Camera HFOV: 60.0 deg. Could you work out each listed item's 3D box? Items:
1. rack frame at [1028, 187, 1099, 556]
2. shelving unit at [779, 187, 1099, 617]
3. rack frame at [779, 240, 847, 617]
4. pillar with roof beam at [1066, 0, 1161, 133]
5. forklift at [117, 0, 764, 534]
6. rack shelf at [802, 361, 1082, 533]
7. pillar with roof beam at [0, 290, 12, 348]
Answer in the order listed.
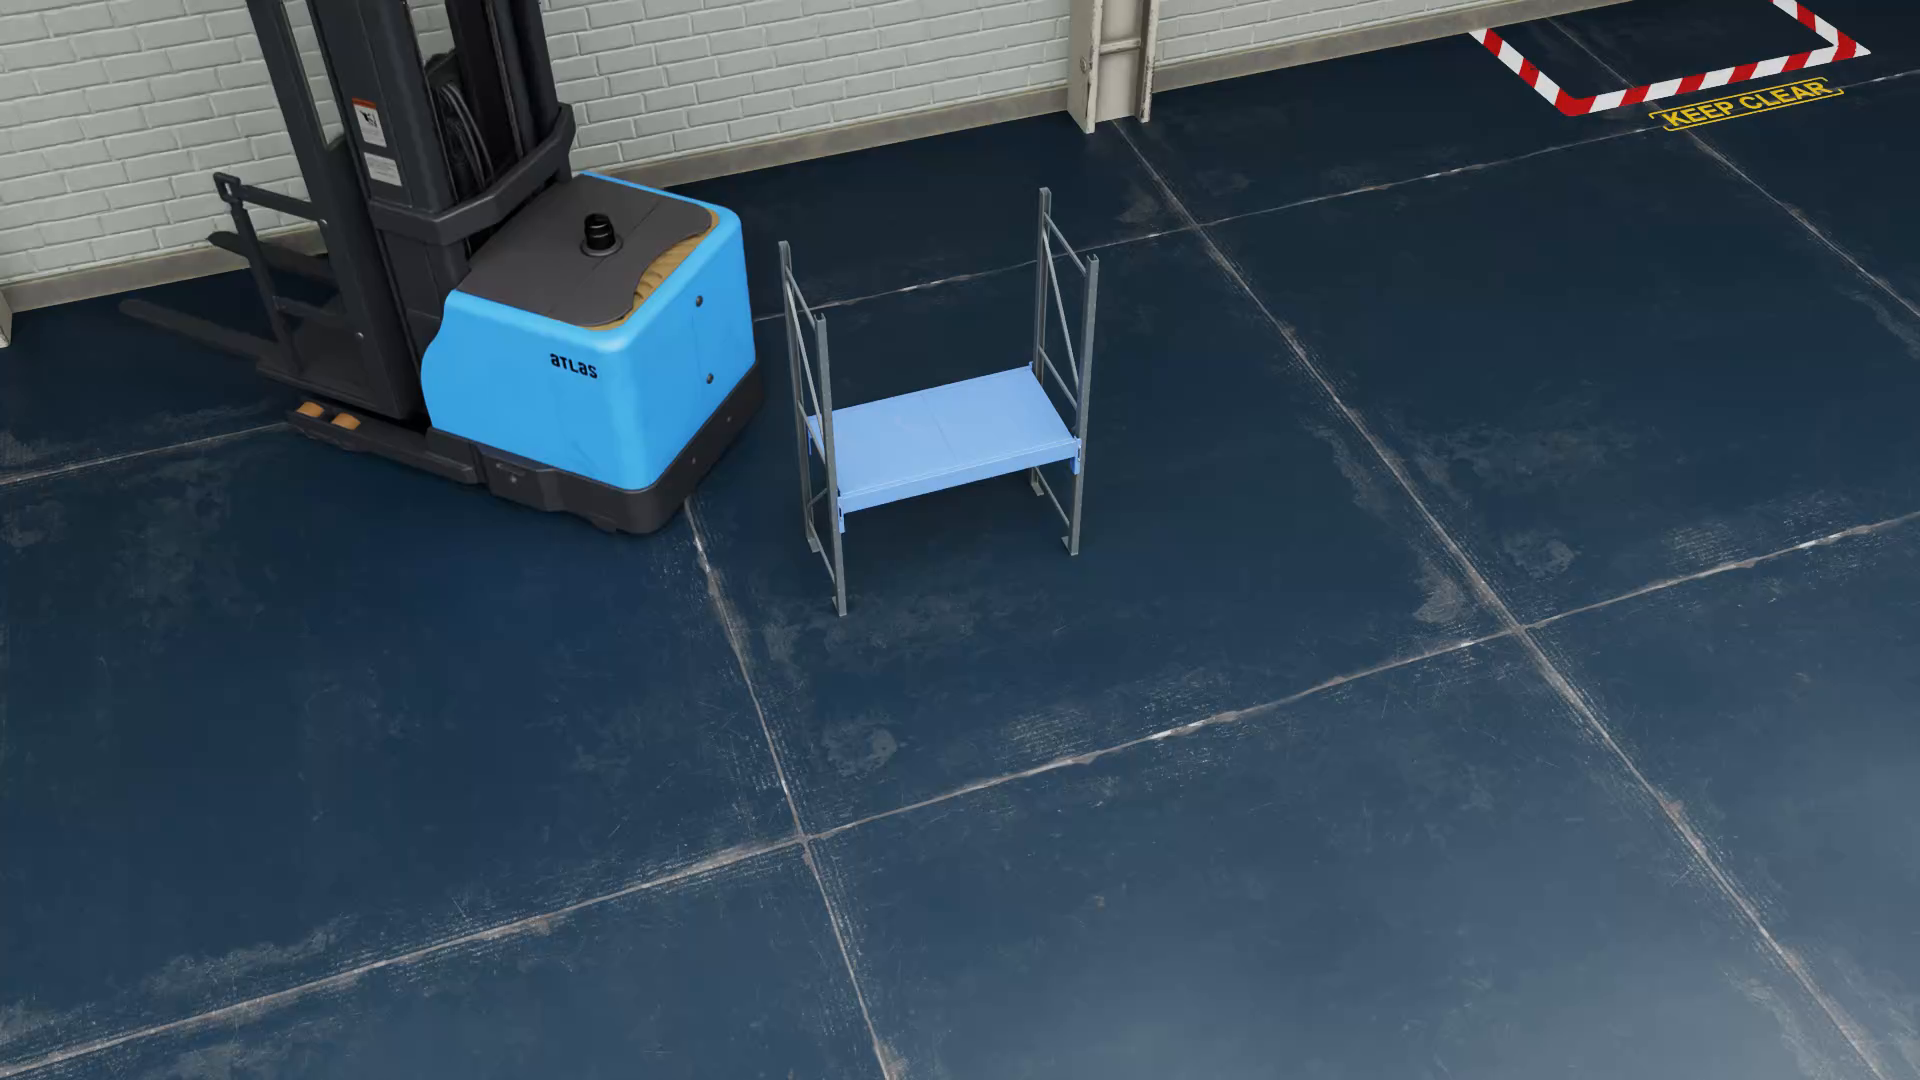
[{"bbox_3d":[0.398,-0.631,6.629,0.032,1.500,0.500,-14,47,-14],"label":"rack frame"},{"bbox_3d":[-0.080,-0.509,6.508,1.048,1.500,0.538,-14,47,-14],"label":"shelving unit"},{"bbox_3d":[-0.558,-0.387,6.386,0.032,1.500,0.500,-14,47,-14],"label":"rack frame"},{"bbox_3d":[2.301,-2.740,3.437,0.400,9.000,9.100,-14,47,-14],"label":"pillar with roof beam"},{"bbox_3d":[-2.460,-1.759,6.743,3.031,2.935,1.130,17,48,17],"label":"forklift"},{"bbox_3d":[-0.080,-0.382,6.635,1.000,0.185,0.538,-14,47,-14],"label":"rack shelf"},{"bbox_3d":[-3.343,-1.297,1.999,0.400,9.000,9.100,-14,47,-14],"label":"pillar with roof beam"}]
